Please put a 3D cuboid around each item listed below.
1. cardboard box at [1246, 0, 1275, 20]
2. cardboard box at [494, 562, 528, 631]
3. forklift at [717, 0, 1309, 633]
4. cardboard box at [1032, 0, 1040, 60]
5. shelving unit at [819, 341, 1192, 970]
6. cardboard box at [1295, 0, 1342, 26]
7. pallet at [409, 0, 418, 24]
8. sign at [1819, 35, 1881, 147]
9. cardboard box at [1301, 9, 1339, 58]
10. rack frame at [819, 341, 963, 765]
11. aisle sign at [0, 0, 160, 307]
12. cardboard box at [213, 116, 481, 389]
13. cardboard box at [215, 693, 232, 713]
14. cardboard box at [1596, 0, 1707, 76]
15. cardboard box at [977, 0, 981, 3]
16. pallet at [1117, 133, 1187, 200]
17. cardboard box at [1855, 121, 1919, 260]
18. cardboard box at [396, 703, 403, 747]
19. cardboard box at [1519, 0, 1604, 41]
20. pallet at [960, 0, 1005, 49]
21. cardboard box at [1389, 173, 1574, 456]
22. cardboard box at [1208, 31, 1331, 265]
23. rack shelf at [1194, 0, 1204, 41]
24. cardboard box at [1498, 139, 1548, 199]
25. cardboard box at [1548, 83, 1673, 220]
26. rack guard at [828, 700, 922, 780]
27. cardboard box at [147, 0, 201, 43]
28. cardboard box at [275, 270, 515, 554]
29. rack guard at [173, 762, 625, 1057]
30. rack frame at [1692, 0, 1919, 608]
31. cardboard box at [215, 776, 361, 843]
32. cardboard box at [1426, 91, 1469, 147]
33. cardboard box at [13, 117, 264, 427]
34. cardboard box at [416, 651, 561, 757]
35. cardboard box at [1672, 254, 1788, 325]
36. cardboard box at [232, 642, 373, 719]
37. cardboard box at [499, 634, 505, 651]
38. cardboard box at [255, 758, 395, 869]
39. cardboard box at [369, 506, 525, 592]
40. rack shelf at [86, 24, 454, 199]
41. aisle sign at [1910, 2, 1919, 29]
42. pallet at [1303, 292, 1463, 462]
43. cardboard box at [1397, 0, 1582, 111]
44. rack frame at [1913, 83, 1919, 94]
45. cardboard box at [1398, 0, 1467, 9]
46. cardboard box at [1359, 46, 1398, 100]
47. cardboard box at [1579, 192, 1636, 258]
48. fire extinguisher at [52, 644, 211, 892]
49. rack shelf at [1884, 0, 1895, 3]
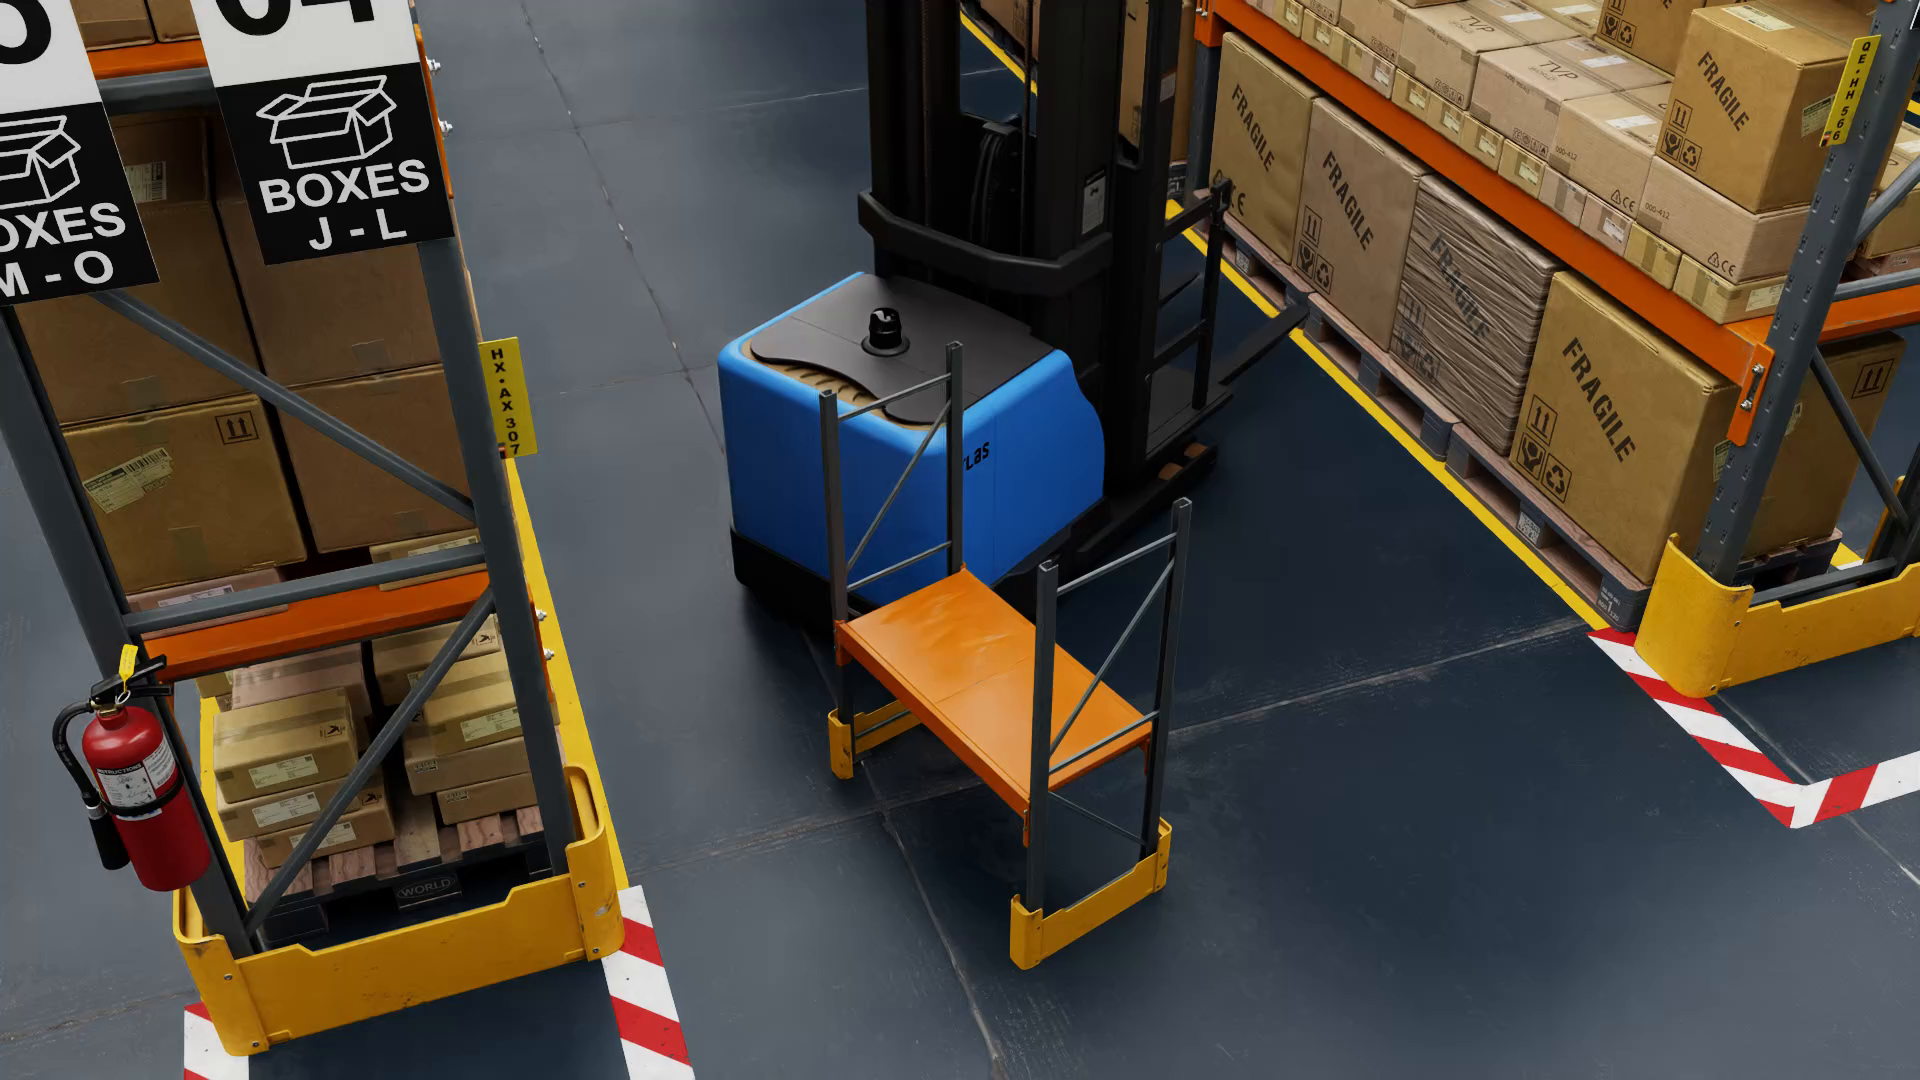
[{"bbox_3d":[1.601,-2.622,7.946,0.380,0.149,0.250,-14,39,-17],"label":"cardboard box"},{"bbox_3d":[-1.630,0.190,5.530,0.380,0.149,0.250,-13,39,-16],"label":"cardboard box"},{"bbox_3d":[0.438,-1.495,6.298,1.130,2.935,3.031,26,44,30],"label":"forklift"},{"bbox_3d":[1.174,-3.288,10.038,1.225,0.875,0.875,-14,39,-18],"label":"cardboard box"},{"bbox_3d":[0.107,0.340,5.052,0.587,1.500,1.083,-24,43,-28],"label":"shelving unit"},{"bbox_3d":[1.803,-2.564,7.538,0.500,0.250,0.500,-13,39,-16],"label":"cardboard box"},{"bbox_3d":[-3.097,-2.522,7.764,1.003,0.211,1.213,-12,39,-16],"label":"pallet"},{"bbox_3d":[2.583,-1.299,4.823,0.100,0.325,0.005,-12,39,-16],"label":"sign"},{"bbox_3d":[1.784,-2.325,7.552,0.380,0.149,0.250,-13,39,-17],"label":"cardboard box"},{"bbox_3d":[-0.201,0.090,5.385,0.500,1.500,0.032,-24,43,-28],"label":"rack frame"},{"bbox_3d":[-1.851,-0.812,3.174,0.394,0.787,0.004,-12,39,-16],"label":"aisle sign"},{"bbox_3d":[-1.500,-0.744,4.083,0.500,0.500,0.500,-13,39,-16],"label":"cardboard box"},{"bbox_3d":[-2.225,0.443,5.442,0.380,0.149,0.250,-14,39,-18],"label":"cardboard box"},{"bbox_3d":[2.830,-2.106,6.307,0.500,0.500,0.500,-13,39,-17],"label":"cardboard box"},{"bbox_3d":[0.562,-4.291,11.371,1.225,0.875,0.875,-14,39,-18],"label":"cardboard box"},{"bbox_3d":[1.385,-2.413,9.778,1.003,0.211,1.213,-12,39,-16],"label":"pallet"},{"bbox_3d":[3.186,-1.233,5.771,0.500,0.250,0.500,-13,39,-17],"label":"cardboard box"},{"bbox_3d":[-1.641,0.601,5.480,0.380,0.149,0.250,-13,39,-16],"label":"cardboard box"},{"bbox_3d":[2.647,-2.103,6.927,0.500,0.250,0.500,-13,39,-17],"label":"cardboard box"},{"bbox_3d":[0.545,-3.791,11.608,1.003,0.211,1.213,-12,39,-16],"label":"pallet"},{"bbox_3d":[2.489,-1.025,7.034,0.875,0.875,0.875,-12,39,-16],"label":"cardboard box"},{"bbox_3d":[1.873,-2.036,8.377,0.875,0.875,0.875,-12,39,-16],"label":"cardboard box"},{"bbox_3d":[1.033,-3.949,10.097,1.077,0.370,4.000,-12,39,-16],"label":"rack shelf"},{"bbox_3d":[2.313,-1.456,6.399,0.380,0.149,0.250,-13,39,-17],"label":"cardboard box"},{"bbox_3d":[2.507,-1.411,6.008,0.500,0.250,0.500,-13,39,-17],"label":"cardboard box"},{"bbox_3d":[-0.189,0.598,5.748,0.587,0.250,0.087,-24,43,-28],"label":"rack guard"},{"bbox_3d":[-1.509,-1.322,3.643,0.500,0.250,0.500,-11,38,-14],"label":"cardboard box"},{"bbox_3d":[-1.490,-0.347,4.387,0.500,0.500,0.500,-11,38,-14],"label":"cardboard box"},{"bbox_3d":[-1.621,1.079,4.903,1.175,0.500,0.348,-12,39,-16],"label":"rack guard"},{"bbox_3d":[3.097,-0.847,5.381,1.000,3.000,0.127,-12,39,-16],"label":"rack frame"},{"bbox_3d":[-2.044,0.736,5.053,0.380,0.149,0.250,-13,39,-17],"label":"cardboard box"},{"bbox_3d":[2.140,-1.743,6.780,0.380,0.149,0.250,-12,39,-15],"label":"cardboard box"},{"bbox_3d":[-1.986,-0.642,3.948,0.500,0.500,0.500,-13,39,-17],"label":"cardboard box"},{"bbox_3d":[-1.456,0.490,5.132,0.380,0.149,0.250,-14,39,-18],"label":"cardboard box"},{"bbox_3d":[2.666,-0.879,5.633,0.380,0.149,0.250,-12,39,-15],"label":"cardboard box"},{"bbox_3d":[-2.047,0.456,5.178,0.380,0.149,0.250,-12,39,-15],"label":"cardboard box"},{"bbox_3d":[-1.575,0.460,5.420,0.380,0.149,0.250,-13,39,-16],"label":"cardboard box"},{"bbox_3d":[-1.971,0.840,5.162,0.380,0.149,0.250,-12,39,-15],"label":"cardboard box"},{"bbox_3d":[-1.398,-0.027,4.502,0.380,0.149,0.250,-13,39,-16],"label":"cardboard box"},{"bbox_3d":[-2.283,-1.918,4.907,1.077,0.370,4.000,-12,39,-16],"label":"rack shelf"},{"bbox_3d":[2.840,-1.782,4.463,0.394,0.787,0.004,-12,39,-16],"label":"aisle sign"},{"bbox_3d":[2.333,-0.857,7.712,1.003,0.211,1.213,-12,39,-16],"label":"pallet"},{"bbox_3d":[2.149,-1.992,6.779,0.500,0.250,0.500,-12,39,-16],"label":"cardboard box"},{"bbox_3d":[6.371,-4.132,9.742,1.000,3.000,0.127,-12,39,-16],"label":"rack frame"},{"bbox_3d":[1.991,-2.569,6.921,0.500,0.500,0.500,-14,39,-17],"label":"cardboard box"},{"bbox_3d":[1.957,-2.038,7.171,0.380,0.149,0.250,-12,39,-15],"label":"cardboard box"},{"bbox_3d":[2.489,-1.169,6.017,0.380,0.149,0.250,-12,39,-16],"label":"cardboard box"},{"bbox_3d":[-1.941,0.541,3.913,0.296,0.674,0.183,-12,39,-16],"label":"fire extinguisher"},{"bbox_3d":[2.409,-2.887,6.195,1.077,0.370,4.000,-12,39,-16],"label":"rack shelf"}]
